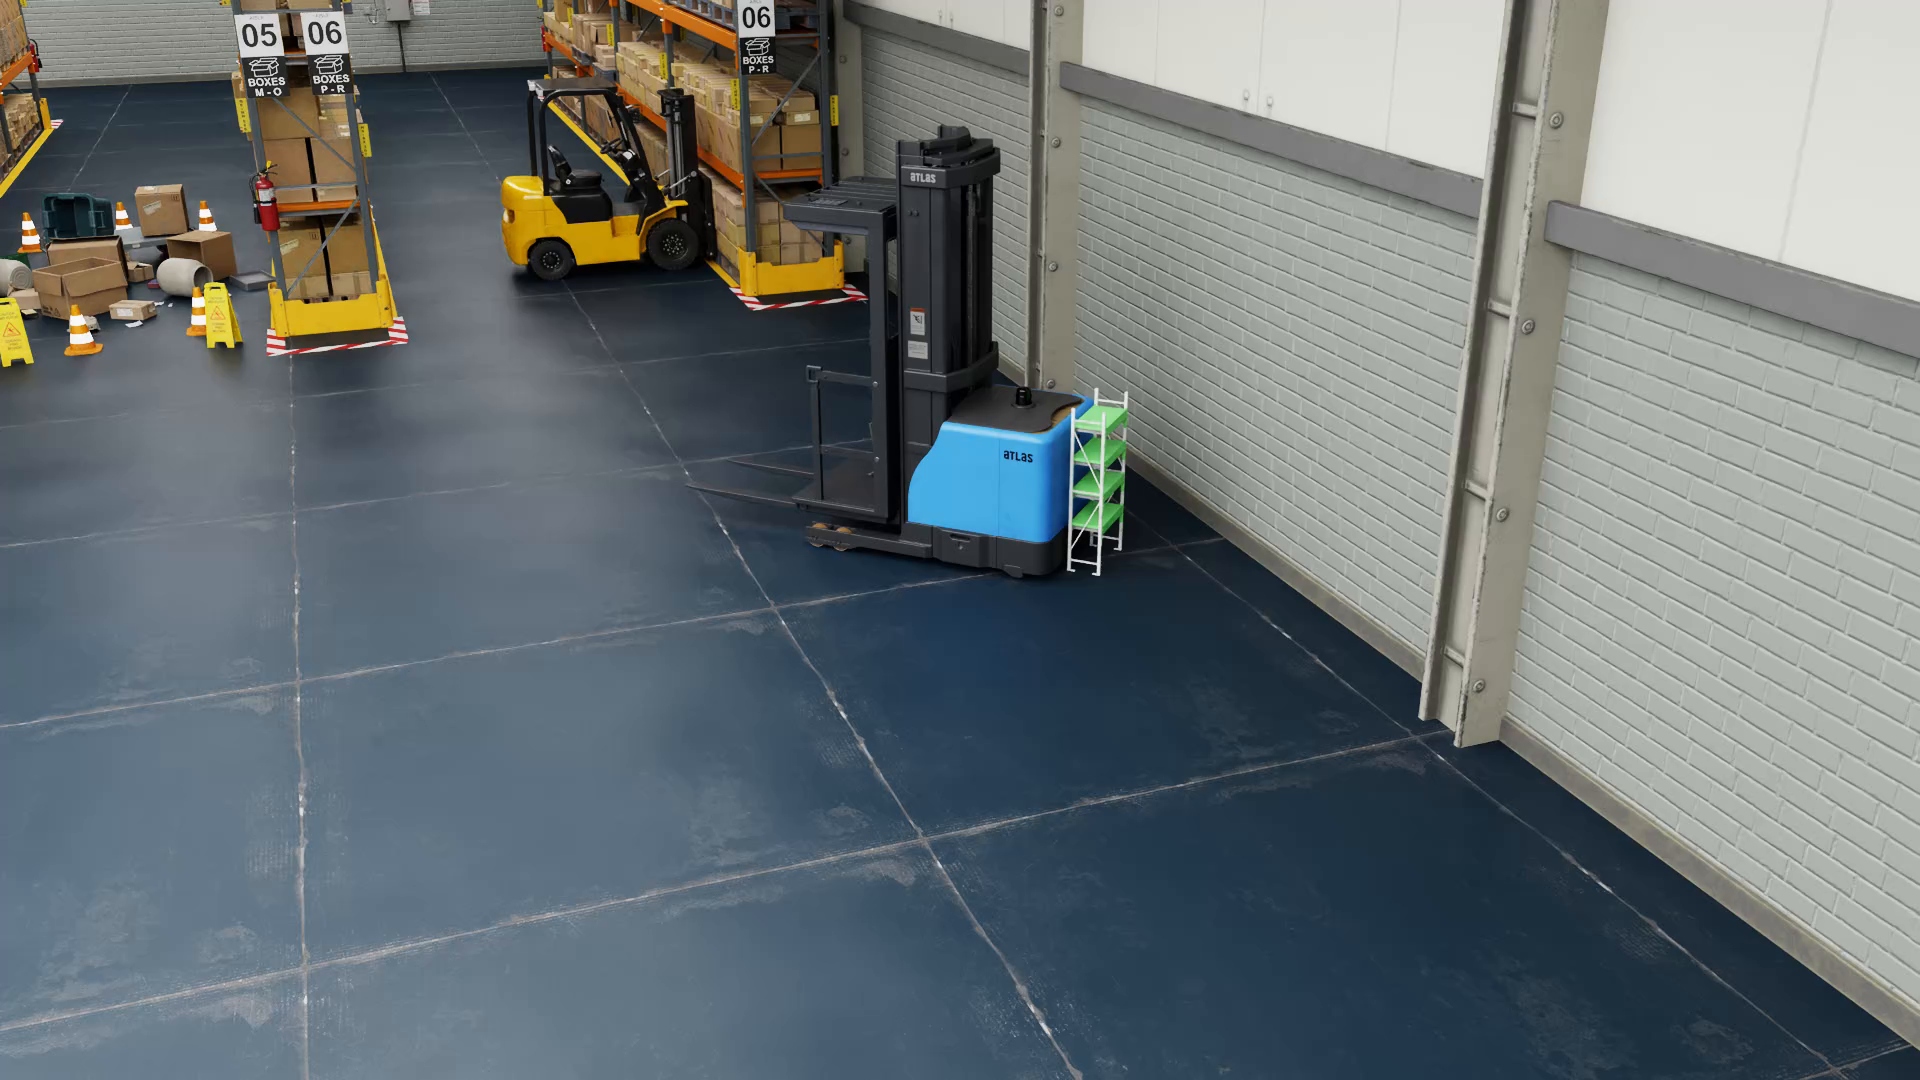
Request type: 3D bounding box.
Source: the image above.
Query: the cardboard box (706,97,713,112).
[{"bbox_3d":[-2.789,-5.172,19.696,0.380,0.149,0.250,-8,24,-19],"label":"cardboard box"}]

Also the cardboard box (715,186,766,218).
[{"bbox_3d":[-2.569,-3.973,19.528,0.500,0.250,0.500,-8,24,-18],"label":"cardboard box"}]

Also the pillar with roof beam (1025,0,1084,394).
[{"bbox_3d":[-3.239,-4.647,11.690,9.100,9.000,0.400,-8,24,-19],"label":"pillar with roof beam"}]

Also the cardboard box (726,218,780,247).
[{"bbox_3d":[-2.393,-3.568,19.209,0.500,0.250,0.500,-9,24,-20],"label":"cardboard box"}]

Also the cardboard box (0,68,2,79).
[{"bbox_3d":[-15.199,-7.271,25.962,0.380,0.149,0.250,-7,24,-17],"label":"cardboard box"}]

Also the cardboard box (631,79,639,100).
[{"bbox_3d":[-4.465,-6.550,24.122,0.500,0.250,0.500,-9,25,-21],"label":"cardboard box"}]

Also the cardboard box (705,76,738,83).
[{"bbox_3d":[-2.873,-5.511,20.115,0.380,0.149,0.250,-8,24,-19],"label":"cardboard box"}]

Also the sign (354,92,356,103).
[{"bbox_3d":[-7.479,-5.524,20.380,0.100,0.325,0.005,-8,24,-19],"label":"sign"}]

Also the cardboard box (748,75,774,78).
[{"bbox_3d":[-2.464,-5.572,20.261,0.380,0.149,0.250,-8,24,-17],"label":"cardboard box"}]

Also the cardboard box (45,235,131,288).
[{"bbox_3d":[-9.898,-3.136,18.869,0.797,0.637,0.503,-8,24,-19],"label":"cardboard box"}]

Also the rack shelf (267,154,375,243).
[{"bbox_3d":[-7.277,-3.990,18.780,1.077,0.370,4.000,-8,24,-19],"label":"rack shelf"}]

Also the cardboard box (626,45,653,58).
[{"bbox_3d":[-4.707,-7.186,24.473,0.380,0.149,0.250,-8,24,-18],"label":"cardboard box"}]

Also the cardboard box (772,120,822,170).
[{"bbox_3d":[-1.844,-4.541,19.034,0.500,0.500,0.500,-8,24,-17],"label":"cardboard box"}]

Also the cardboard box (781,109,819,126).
[{"bbox_3d":[-1.806,-4.781,18.767,0.380,0.149,0.250,-9,24,-20],"label":"cardboard box"}]

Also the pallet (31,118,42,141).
[{"bbox_3d":[-16.538,-7.080,28.775,1.003,0.211,1.213,-8,24,-19],"label":"pallet"}]

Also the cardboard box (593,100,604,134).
[{"bbox_3d":[-5.838,-7.098,27.907,0.500,0.500,0.500,-9,25,-21],"label":"cardboard box"}]

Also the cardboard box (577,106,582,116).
[{"bbox_3d":[-6.639,-7.679,29.737,0.380,0.149,0.250,-9,25,-21],"label":"cardboard box"}]

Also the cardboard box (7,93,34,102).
[{"bbox_3d":[-16.394,-7.689,28.994,0.380,0.149,0.250,-8,24,-18],"label":"cardboard box"}]

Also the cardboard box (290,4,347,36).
[{"bbox_3d":[-6.499,-5.264,16.825,0.500,0.250,0.500,-9,24,-20],"label":"cardboard box"}]

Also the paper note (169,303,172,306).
[{"bbox_3d":[-8.743,-2.604,18.416,0.032,0.001,0.123,-8,24,-19],"label":"paper note"}]

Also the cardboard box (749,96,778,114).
[{"bbox_3d":[-2.252,-4.860,18.573,0.380,0.149,0.250,-8,24,-19],"label":"cardboard box"}]

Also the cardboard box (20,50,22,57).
[{"bbox_3d":[-16.283,-8.312,28.433,0.380,0.149,0.250,-9,24,-20],"label":"cardboard box"}]

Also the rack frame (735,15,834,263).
[{"bbox_3d":[-1.929,-4.277,18.536,1.000,3.000,0.127,-8,24,-19],"label":"rack frame"}]

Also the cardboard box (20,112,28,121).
[{"bbox_3d":[-15.911,-7.086,27.947,0.380,0.149,0.250,-7,24,-16],"label":"cardboard box"}]

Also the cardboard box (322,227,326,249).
[{"bbox_3d":[-7.829,-3.531,19.764,0.500,0.250,0.500,-7,24,-16],"label":"cardboard box"}]

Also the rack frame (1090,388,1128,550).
[{"bbox_3d":[1.062,-0.497,11.884,0.240,1.200,0.015,9,25,21],"label":"rack frame"}]

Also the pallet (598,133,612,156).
[{"bbox_3d":[-5.410,-6.618,27.680,1.003,0.211,1.213,-8,24,-19],"label":"pallet"}]

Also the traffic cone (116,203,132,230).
[{"bbox_3d":[-10.770,-4.106,21.395,0.336,0.463,0.334,-8,24,-19],"label":"traffic cone"}]

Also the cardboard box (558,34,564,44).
[{"bbox_3d":[-7.201,-9.250,30.658,0.380,0.149,0.250,-8,24,-18],"label":"cardboard box"}]

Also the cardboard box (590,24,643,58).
[{"bbox_3d":[-5.504,-7.993,26.678,0.797,0.503,0.637,-9,24,-20],"label":"cardboard box"}]

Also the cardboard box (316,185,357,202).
[{"bbox_3d":[-6.497,-3.631,17.326,0.380,0.149,0.250,-8,24,-19],"label":"cardboard box"}]

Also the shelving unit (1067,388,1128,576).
[{"bbox_3d":[0.967,-0.410,11.677,0.258,1.200,0.503,9,25,21],"label":"shelving unit"}]

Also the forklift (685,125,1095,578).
[{"bbox_3d":[-0.578,-1.449,11.913,3.031,2.935,1.130,10,25,22],"label":"forklift"}]

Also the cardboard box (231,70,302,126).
[{"bbox_3d":[-7.404,-4.750,17.859,0.700,0.500,0.500,-9,24,-20],"label":"cardboard box"}]

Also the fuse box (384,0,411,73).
[{"bbox_3d":[-12.220,-11.095,36.371,0.539,1.711,0.414,-8,24,-19],"label":"fuse box"}]

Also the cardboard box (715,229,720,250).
[{"bbox_3d":[-2.725,-3.696,20.156,0.500,0.250,0.500,-8,24,-18],"label":"cardboard box"}]

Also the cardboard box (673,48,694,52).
[{"bbox_3d":[-4.048,-7.071,24.200,0.380,0.149,0.250,-8,24,-19],"label":"cardboard box"}]

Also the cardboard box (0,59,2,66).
[{"bbox_3d":[-15.344,-7.637,25.995,0.500,0.500,0.500,-9,24,-20],"label":"cardboard box"}]

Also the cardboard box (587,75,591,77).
[{"bbox_3d":[-6.233,-7.956,28.725,0.380,0.149,0.250,-9,24,-20],"label":"cardboard box"}]

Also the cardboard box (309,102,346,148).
[{"bbox_3d":[-7.219,-4.730,19.098,0.500,0.500,0.500,-8,24,-18],"label":"cardboard box"}]

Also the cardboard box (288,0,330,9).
[{"bbox_3d":[-6.506,-5.386,16.601,0.380,0.149,0.250,-9,24,-19],"label":"cardboard box"}]

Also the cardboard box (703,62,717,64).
[{"bbox_3d":[-3.398,-6.428,22.675,0.380,0.149,0.250,-8,24,-19],"label":"cardboard box"}]

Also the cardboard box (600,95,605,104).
[{"bbox_3d":[-5.770,-7.345,27.657,0.380,0.149,0.250,-7,24,-17],"label":"cardboard box"}]

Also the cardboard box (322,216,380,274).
[{"bbox_3d":[-6.606,-3.206,18.029,0.500,0.500,0.500,-9,25,-21],"label":"cardboard box"}]

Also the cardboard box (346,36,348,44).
[{"bbox_3d":[-6.384,-5.026,16.774,0.380,0.149,0.250,-8,24,-19],"label":"cardboard box"}]

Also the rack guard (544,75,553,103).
[{"bbox_3d":[-7.554,-8.911,32.749,1.175,0.500,0.348,-8,24,-19],"label":"rack guard"}]

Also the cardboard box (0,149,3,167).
[{"bbox_3d":[-14.727,-5.860,24.968,0.500,0.500,0.500,-9,24,-20],"label":"cardboard box"}]

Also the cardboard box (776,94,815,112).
[{"bbox_3d":[-1.847,-4.910,18.691,0.380,0.149,0.250,-9,24,-20],"label":"cardboard box"}]

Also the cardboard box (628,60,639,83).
[{"bbox_3d":[-4.483,-6.776,24.013,0.500,0.250,0.500,-9,24,-20],"label":"cardboard box"}]

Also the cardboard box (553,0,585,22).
[{"bbox_3d":[-7.142,-9.757,30.383,0.500,0.500,0.500,-8,24,-18],"label":"cardboard box"}]

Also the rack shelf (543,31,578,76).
[{"bbox_3d":[-6.874,-9.032,30.744,1.077,0.370,4.000,-8,24,-19],"label":"rack shelf"}]

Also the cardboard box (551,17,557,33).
[{"bbox_3d":[-7.312,-9.590,30.951,0.500,0.250,0.500,-9,24,-20],"label":"cardboard box"}]

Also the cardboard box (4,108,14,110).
[{"bbox_3d":[-15.811,-7.023,27.414,0.380,0.149,0.250,-9,25,-21],"label":"cardboard box"}]

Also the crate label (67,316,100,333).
[{"bbox_3d":[-9.184,-2.256,17.426,0.298,0.136,0.250,18,29,36],"label":"crate label"}]

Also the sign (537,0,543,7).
[{"bbox_3d":[-8.088,-10.415,31.984,0.100,0.325,0.005,-8,24,-19],"label":"sign"}]

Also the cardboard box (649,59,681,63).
[{"bbox_3d":[-4.066,-6.538,22.935,0.380,0.149,0.250,-9,24,-20],"label":"cardboard box"}]
